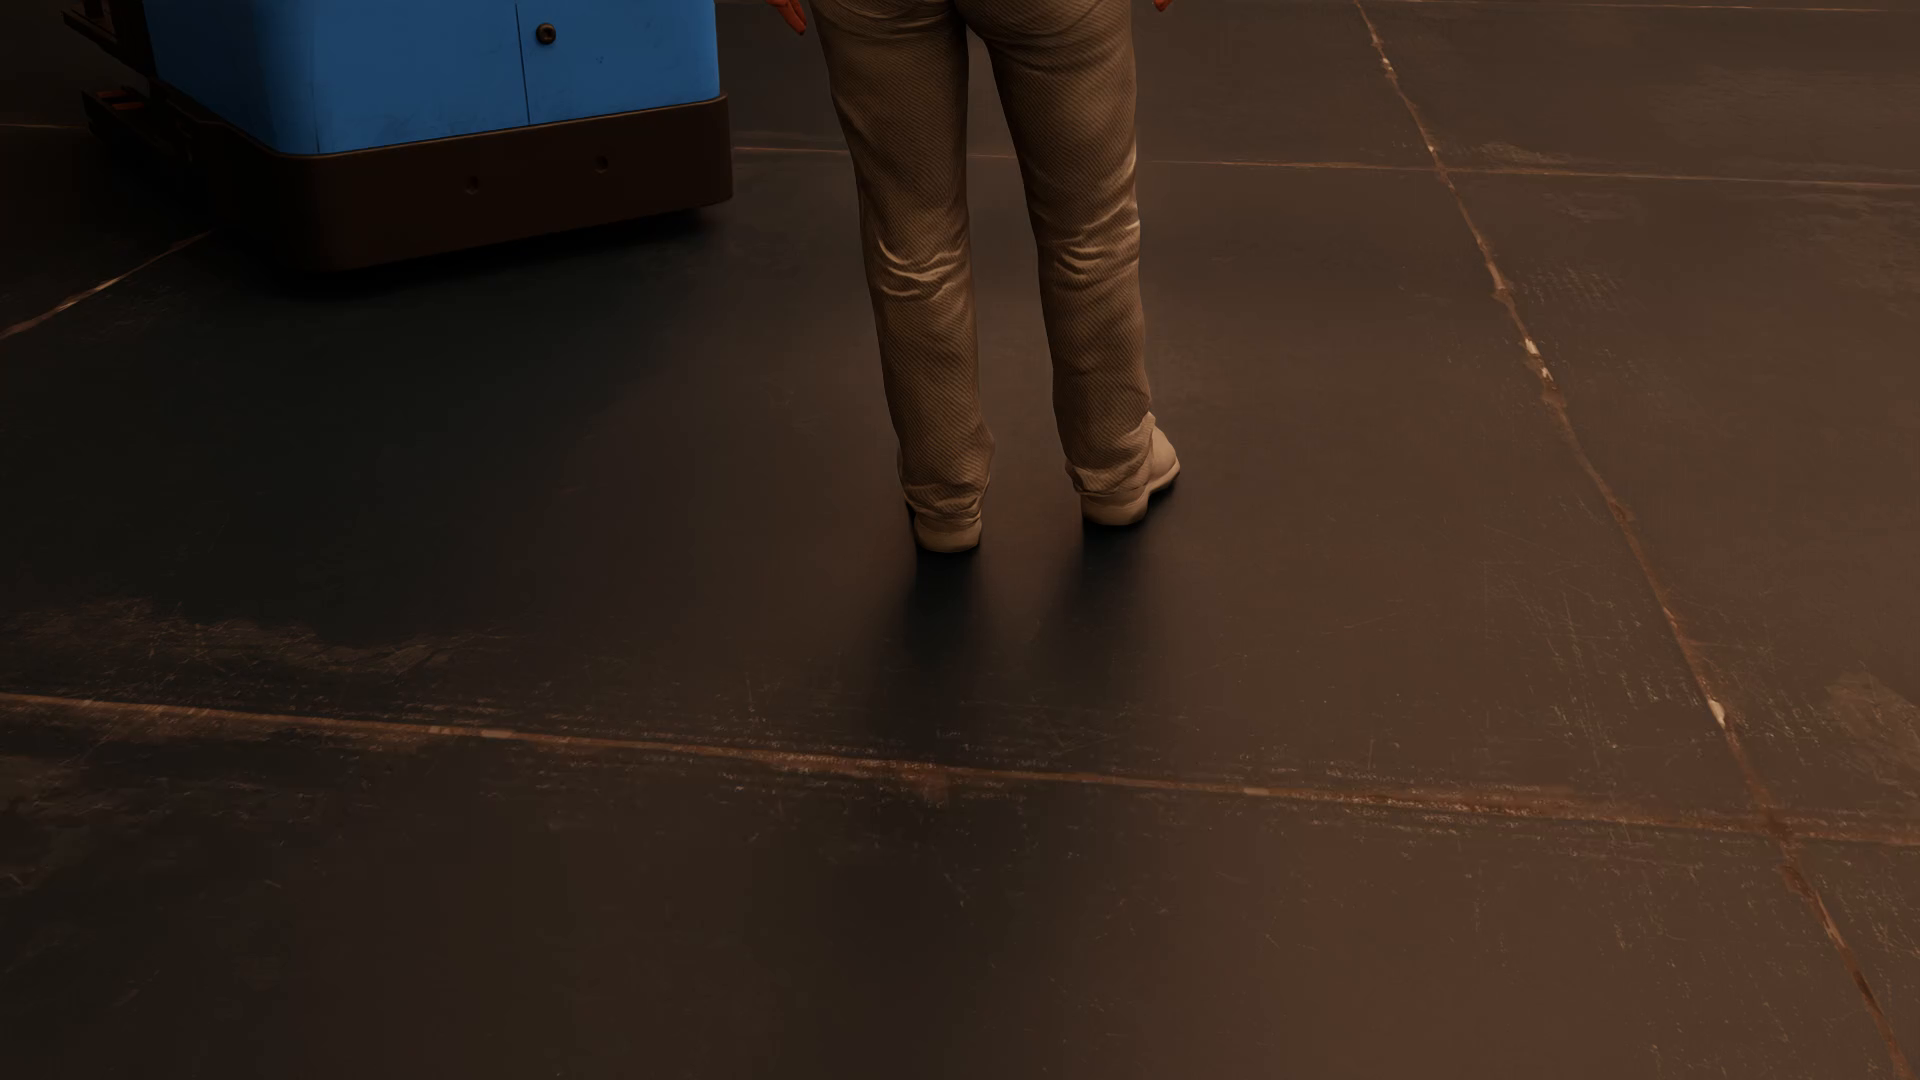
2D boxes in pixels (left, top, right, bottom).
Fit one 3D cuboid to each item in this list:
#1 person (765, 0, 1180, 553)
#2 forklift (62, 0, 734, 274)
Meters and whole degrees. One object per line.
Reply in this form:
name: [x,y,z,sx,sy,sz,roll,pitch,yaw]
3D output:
person: [0.015,-0.826,2.158,0.634,1.771,0.565,3,27,7]
forklift: [-1.826,-2.466,4.160,1.130,2.935,3.031,-18,32,-32]
